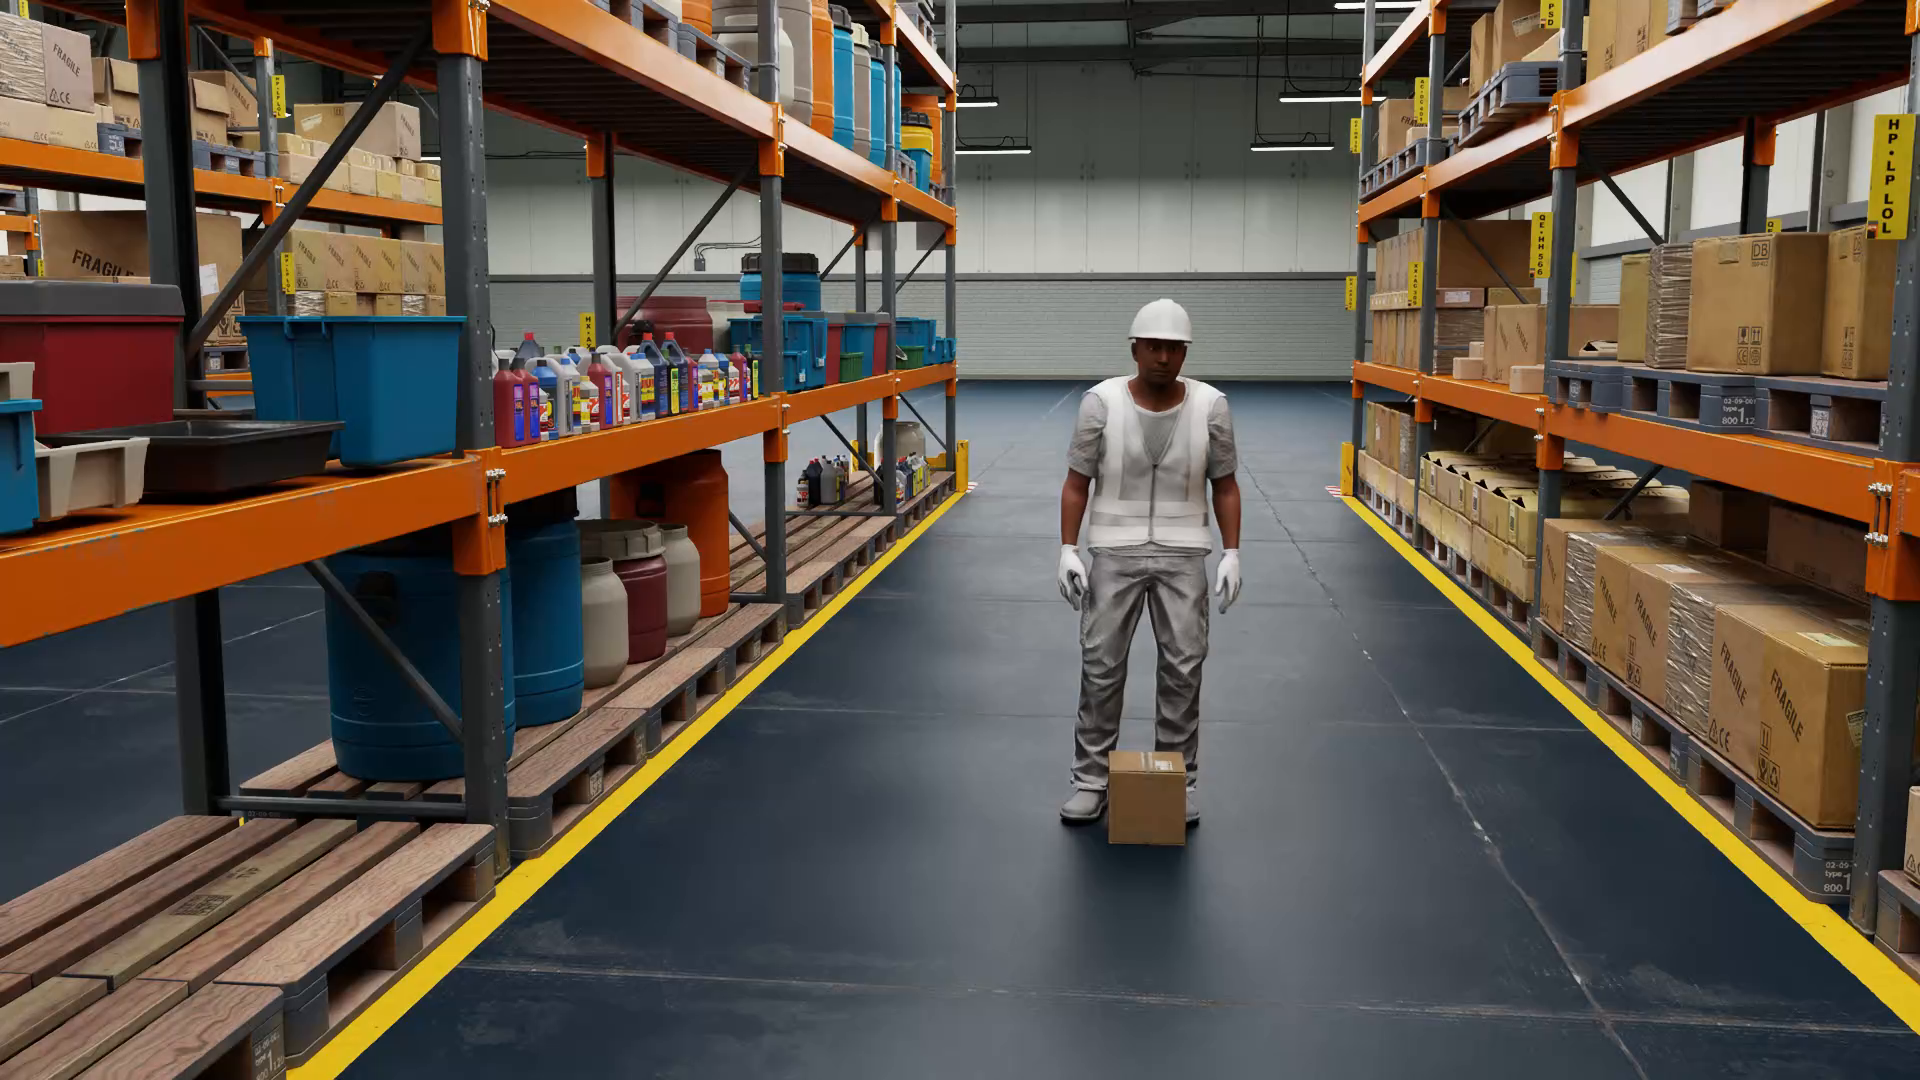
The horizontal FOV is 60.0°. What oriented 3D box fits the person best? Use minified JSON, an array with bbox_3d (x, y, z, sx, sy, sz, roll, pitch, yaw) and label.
[{"bbox_3d":[0.648,0.075,5.675,0.629,1.775,0.446,0,8,3],"label":"person"}]
